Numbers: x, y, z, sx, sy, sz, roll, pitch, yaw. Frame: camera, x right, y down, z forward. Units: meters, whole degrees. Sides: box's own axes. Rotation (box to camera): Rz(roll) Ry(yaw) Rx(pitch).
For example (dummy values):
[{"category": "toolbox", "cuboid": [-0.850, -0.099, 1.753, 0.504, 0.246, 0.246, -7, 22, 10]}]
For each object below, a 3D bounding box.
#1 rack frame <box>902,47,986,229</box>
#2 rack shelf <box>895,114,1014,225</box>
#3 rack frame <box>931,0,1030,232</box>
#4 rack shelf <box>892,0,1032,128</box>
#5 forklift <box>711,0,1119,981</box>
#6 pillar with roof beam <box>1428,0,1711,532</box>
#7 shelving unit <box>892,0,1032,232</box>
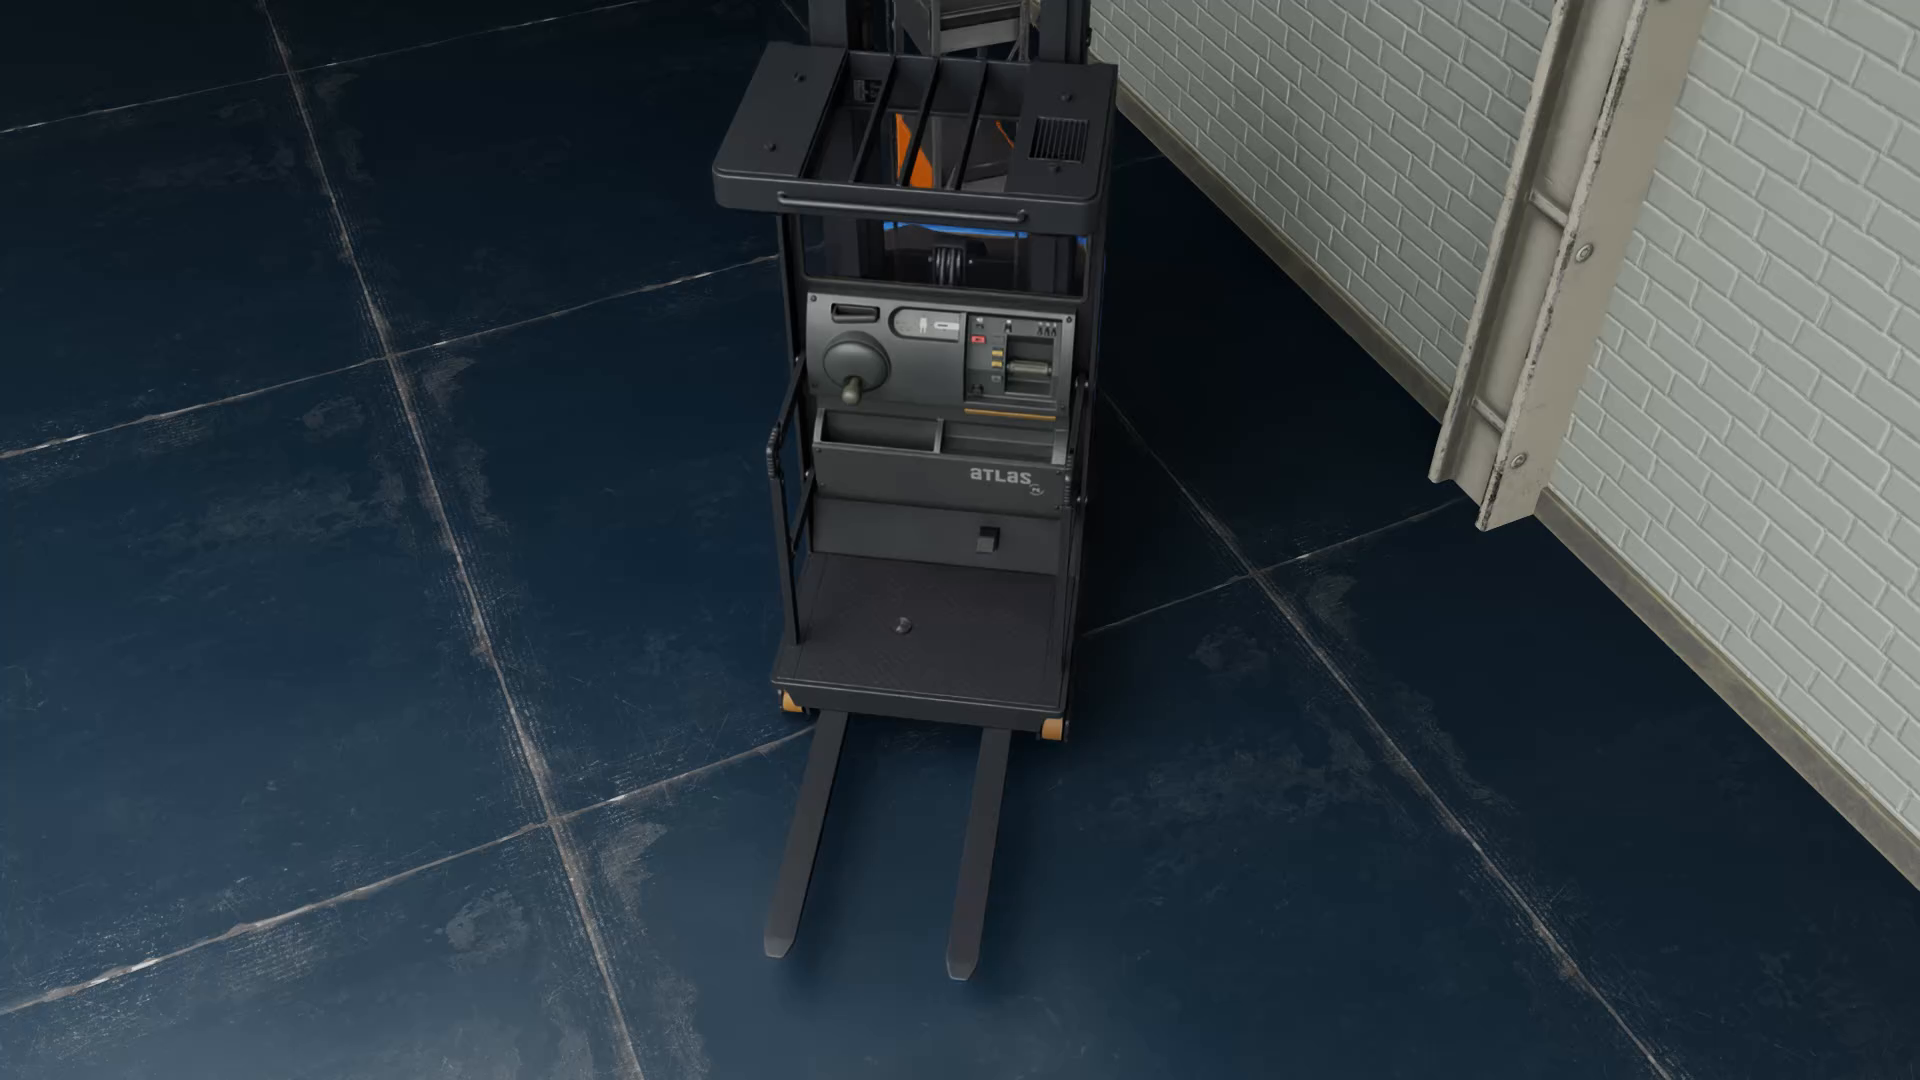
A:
[{"category": "rack frame", "cuboid": [-0.081, -1.722, 7.369, 0.400, 2.100, 0.015, -14, 46, -14]}, {"category": "rack shelf", "cuboid": [0.000, -1.551, 7.215, 0.431, 0.518, 0.480, -14, 46, -14]}, {"category": "rack frame", "cuboid": [0.080, -1.399, 7.041, 0.400, 2.100, 0.015, -14, 46, -14]}, {"category": "rack shelf", "cuboid": [0.000, -2.049, 6.723, 0.431, 0.518, 0.480, -14, 46, -14]}, {"category": "forklift", "cuboid": [-0.097, -0.549, 5.588, 1.130, 2.935, 3.031, 6, 45, 6]}, {"category": "pillar with roof beam", "cuboid": [-1.603, -2.138, 2.878, 9.100, 9.000, 0.400, -18, 47, -17]}, {"category": "shelving unit", "cuboid": [0.000, -1.561, 7.205, 0.431, 2.100, 0.503, -14, 46, -14]}]
